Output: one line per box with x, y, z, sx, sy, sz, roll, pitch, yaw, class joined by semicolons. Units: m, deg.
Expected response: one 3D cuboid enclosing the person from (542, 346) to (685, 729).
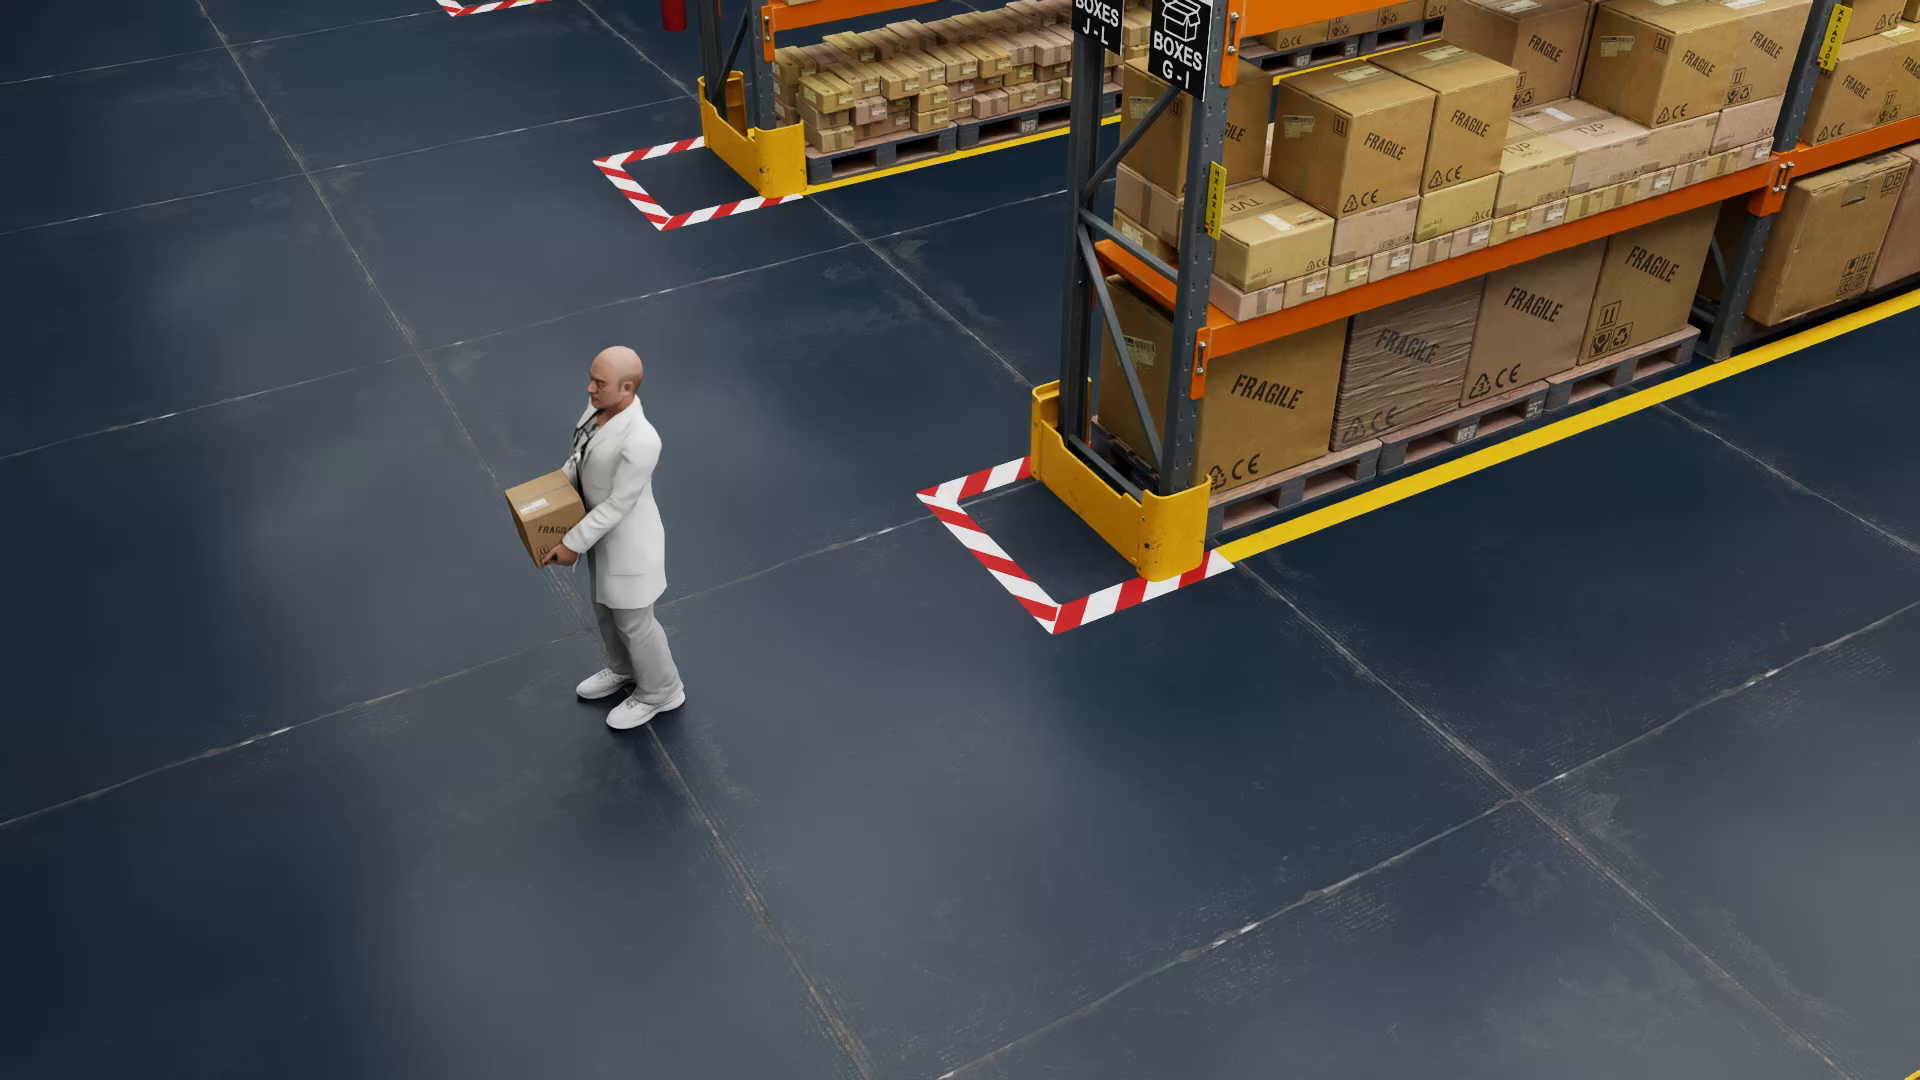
-1.500;0.013;6.931;0.554;1.771;0.529;-18;40;-23;person
